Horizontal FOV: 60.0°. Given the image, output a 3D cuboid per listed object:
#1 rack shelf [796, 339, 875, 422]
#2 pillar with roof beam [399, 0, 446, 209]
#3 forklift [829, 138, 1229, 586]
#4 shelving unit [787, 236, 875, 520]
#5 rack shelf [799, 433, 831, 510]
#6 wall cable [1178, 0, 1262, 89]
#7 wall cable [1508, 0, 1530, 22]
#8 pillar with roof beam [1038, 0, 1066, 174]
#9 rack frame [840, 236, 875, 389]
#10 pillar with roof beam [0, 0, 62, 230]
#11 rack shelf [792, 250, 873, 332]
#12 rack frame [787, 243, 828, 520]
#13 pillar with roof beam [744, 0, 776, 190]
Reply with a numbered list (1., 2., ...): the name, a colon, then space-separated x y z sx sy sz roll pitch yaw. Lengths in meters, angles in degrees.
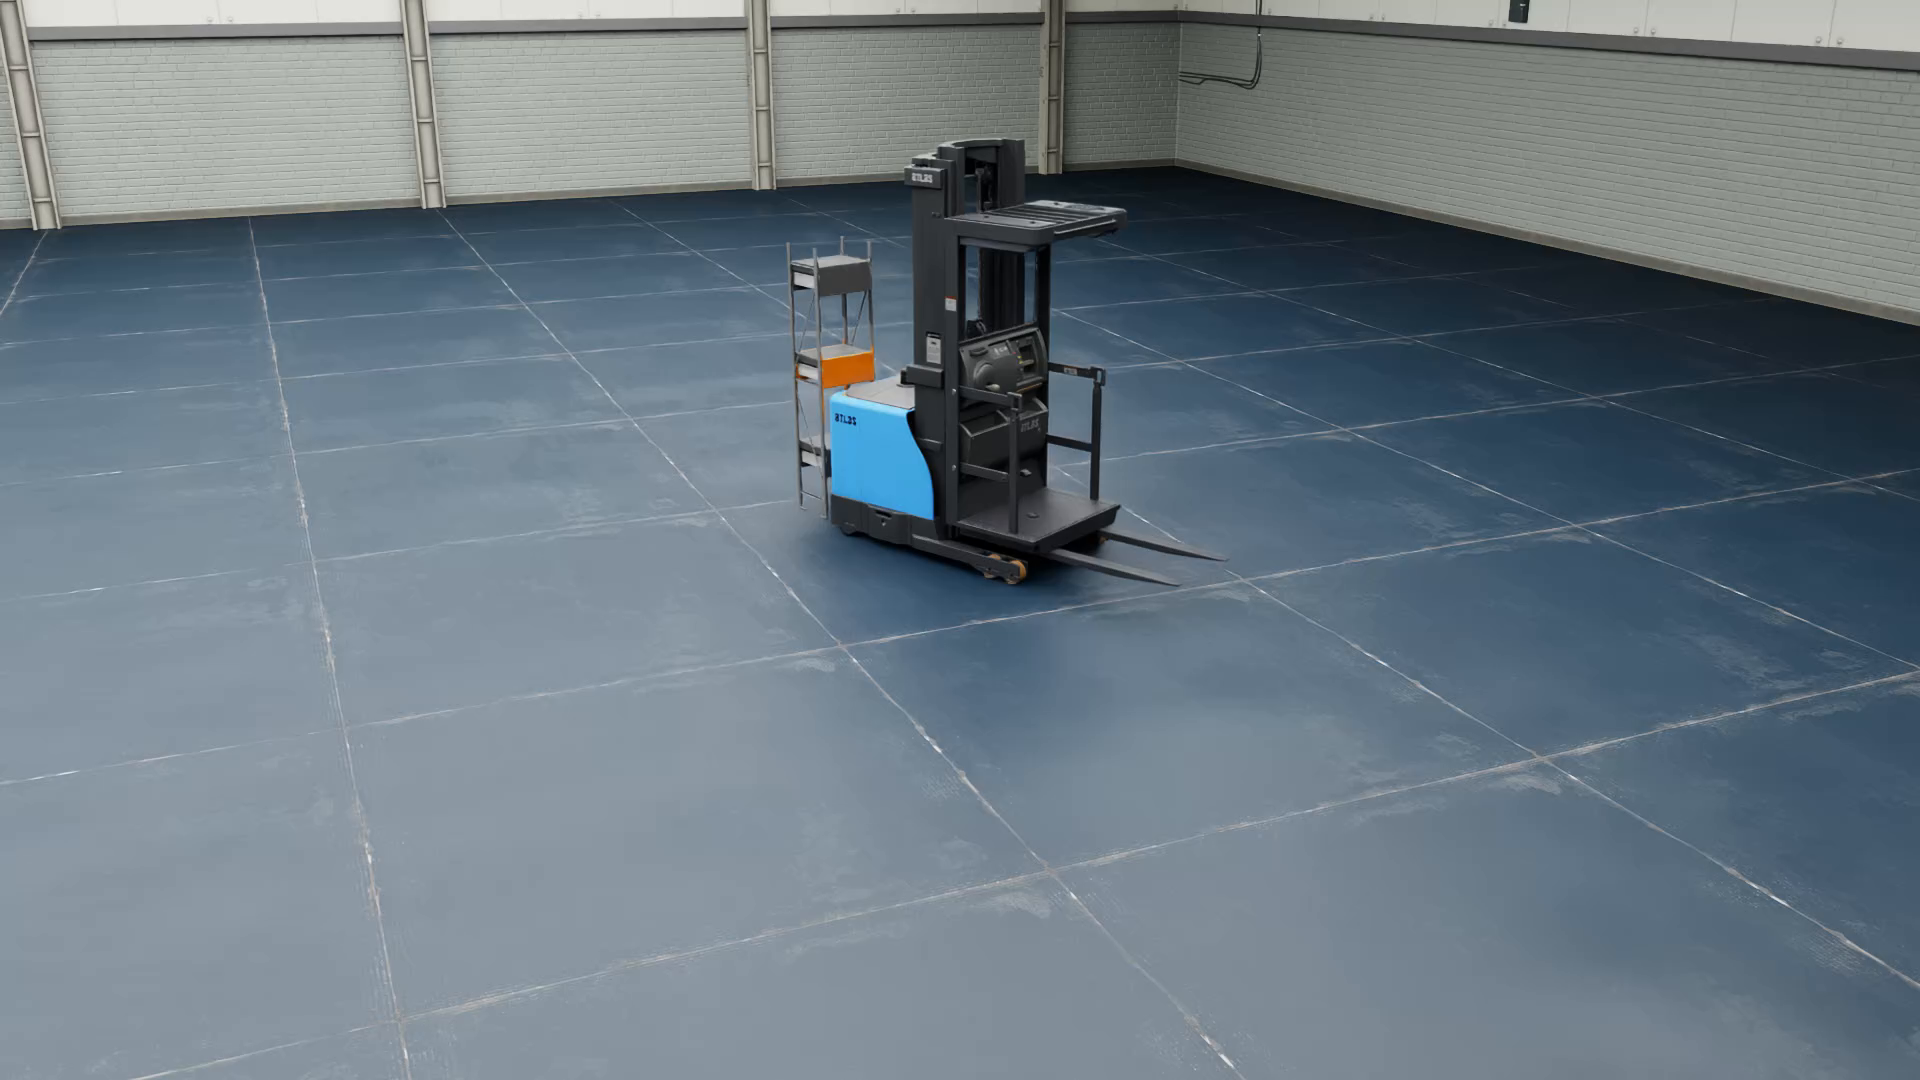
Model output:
1. rack shelf: -0.977 -1.241 12.912 0.480 0.518 0.431 -14 23 -35
2. pillar with roof beam: -7.495 -8.756 23.841 0.400 9.000 9.100 -8 21 -22
3. forklift: 0.476 -1.272 11.721 3.031 2.935 1.130 15 24 36
4. shelving unit: -0.978 -1.254 12.908 0.503 2.100 0.431 -14 23 -35
5. rack shelf: -0.968 -0.577 13.134 0.480 0.518 0.431 -14 23 -35
6. wall cable: 5.047 -10.167 32.524 0.112 2.526 3.097 -8 21 -22
7. wall cable: 8.793 -10.339 23.216 0.169 6.003 2.305 -8 21 -22
8. pillar with roof beam: 3.523 -10.335 28.325 0.400 9.000 9.100 -8 21 -22
9. rack frame: -0.784 -1.304 13.049 0.015 2.100 0.400 -14 23 -35
10. pillar with roof beam: -13.004 -7.967 21.599 0.400 9.000 9.100 -8 21 -22
11. rack shelf: -0.987 -1.906 12.691 0.480 0.518 0.431 -14 23 -35
12. rack frame: -1.171 -1.205 12.767 0.015 2.100 0.400 -14 23 -35
13. pillar with roof beam: -1.986 -9.546 26.083 0.400 9.000 9.100 -8 21 -22
